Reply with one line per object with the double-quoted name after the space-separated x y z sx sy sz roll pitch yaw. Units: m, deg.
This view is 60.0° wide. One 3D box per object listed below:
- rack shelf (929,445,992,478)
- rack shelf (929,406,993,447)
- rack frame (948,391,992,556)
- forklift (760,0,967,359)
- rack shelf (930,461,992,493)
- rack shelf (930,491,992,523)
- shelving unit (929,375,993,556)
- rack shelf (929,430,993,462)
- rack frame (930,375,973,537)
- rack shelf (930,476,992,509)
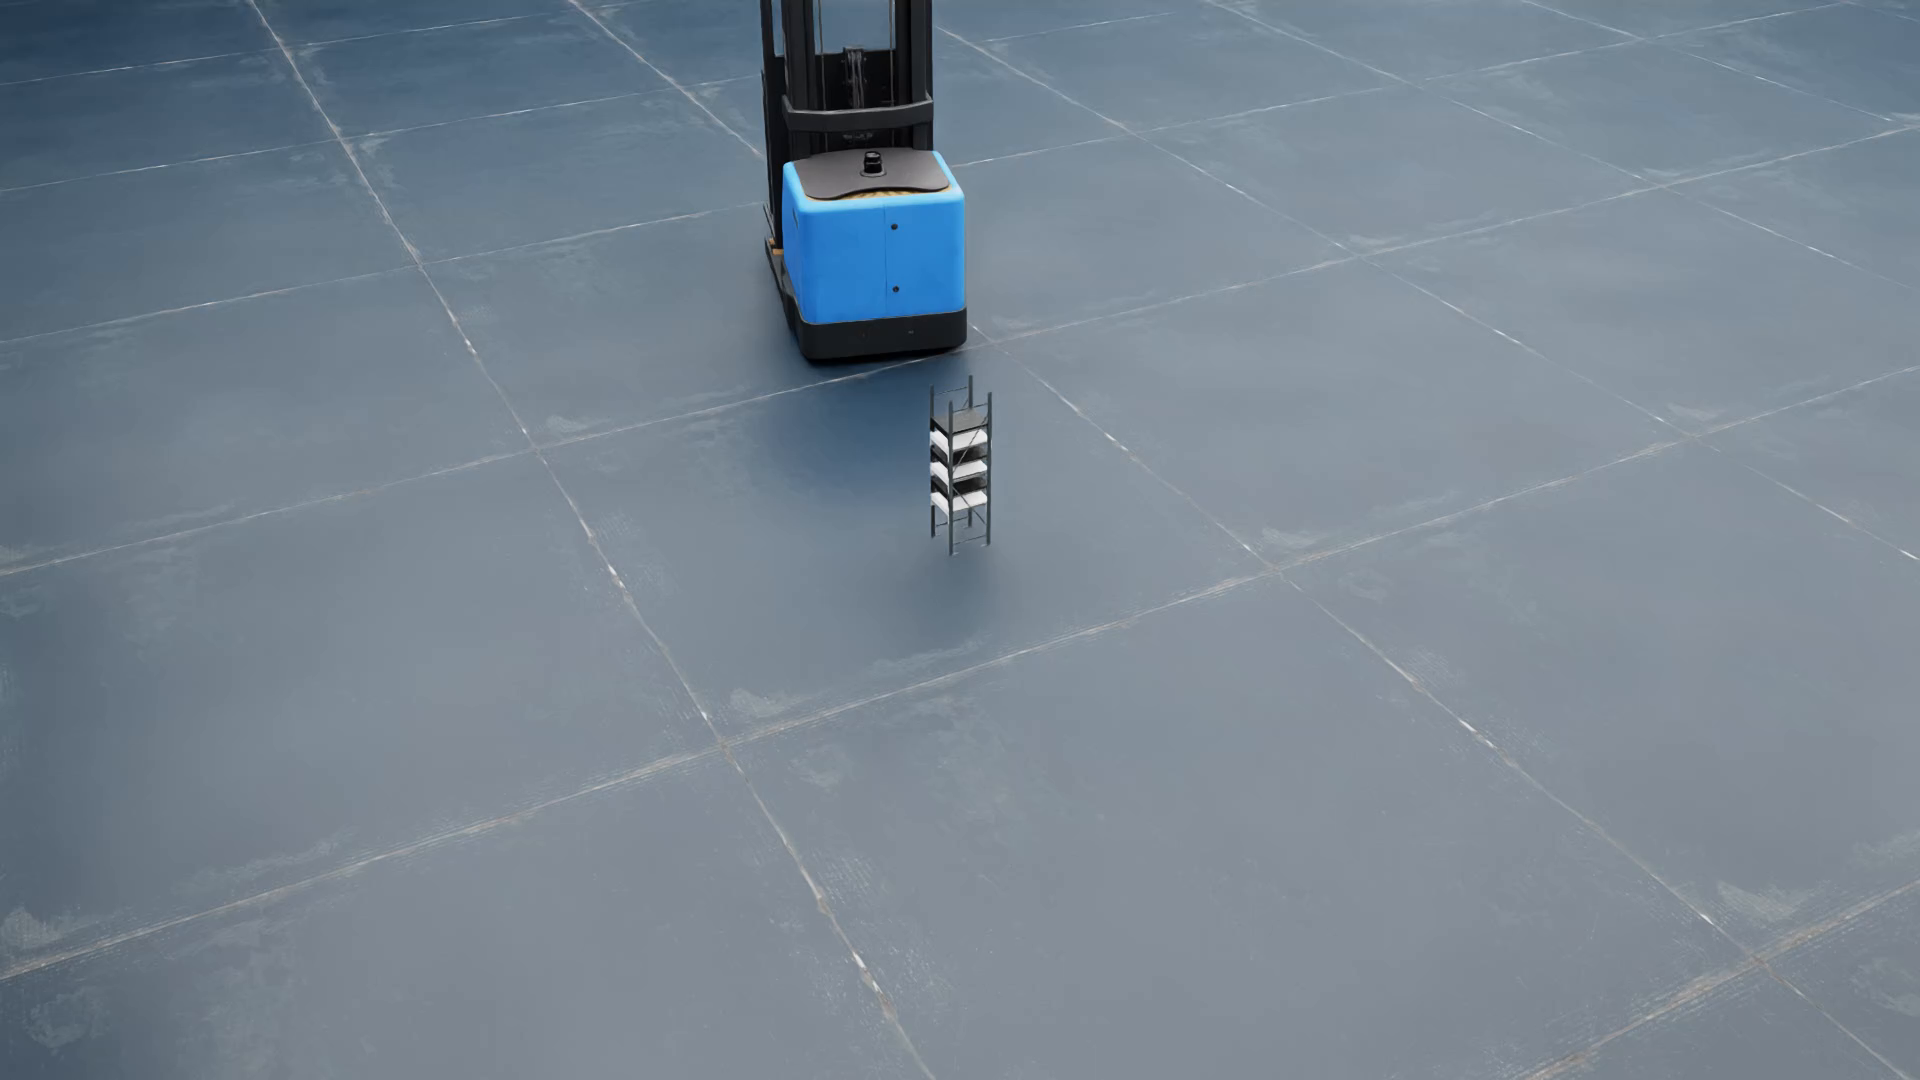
0.004 -0.423 8.471 0.258 0.077 0.200 -16 36 -23 "rack shelf"
0.004 -0.574 8.374 0.258 0.077 0.200 -16 36 -23 "rack shelf"
0.051 -0.327 8.425 0.240 0.900 0.006 -16 36 -23 "rack frame"
-0.772 -3.148 10.946 1.130 2.935 3.031 -7 33 -10 "forklift"
0.004 -0.347 8.519 0.258 0.077 0.200 -16 36 -23 "rack shelf"
0.004 -0.195 8.616 0.258 0.077 0.200 -16 36 -23 "rack shelf"
0.004 -0.375 8.501 0.258 0.900 0.210 -16 36 -23 "shelving unit"
0.004 -0.499 8.422 0.258 0.077 0.200 -16 36 -23 "rack shelf"
-0.044 -0.424 8.577 0.240 0.900 0.006 -16 36 -23 "rack frame"
0.004 -0.271 8.568 0.258 0.077 0.200 -16 36 -23 "rack shelf"
